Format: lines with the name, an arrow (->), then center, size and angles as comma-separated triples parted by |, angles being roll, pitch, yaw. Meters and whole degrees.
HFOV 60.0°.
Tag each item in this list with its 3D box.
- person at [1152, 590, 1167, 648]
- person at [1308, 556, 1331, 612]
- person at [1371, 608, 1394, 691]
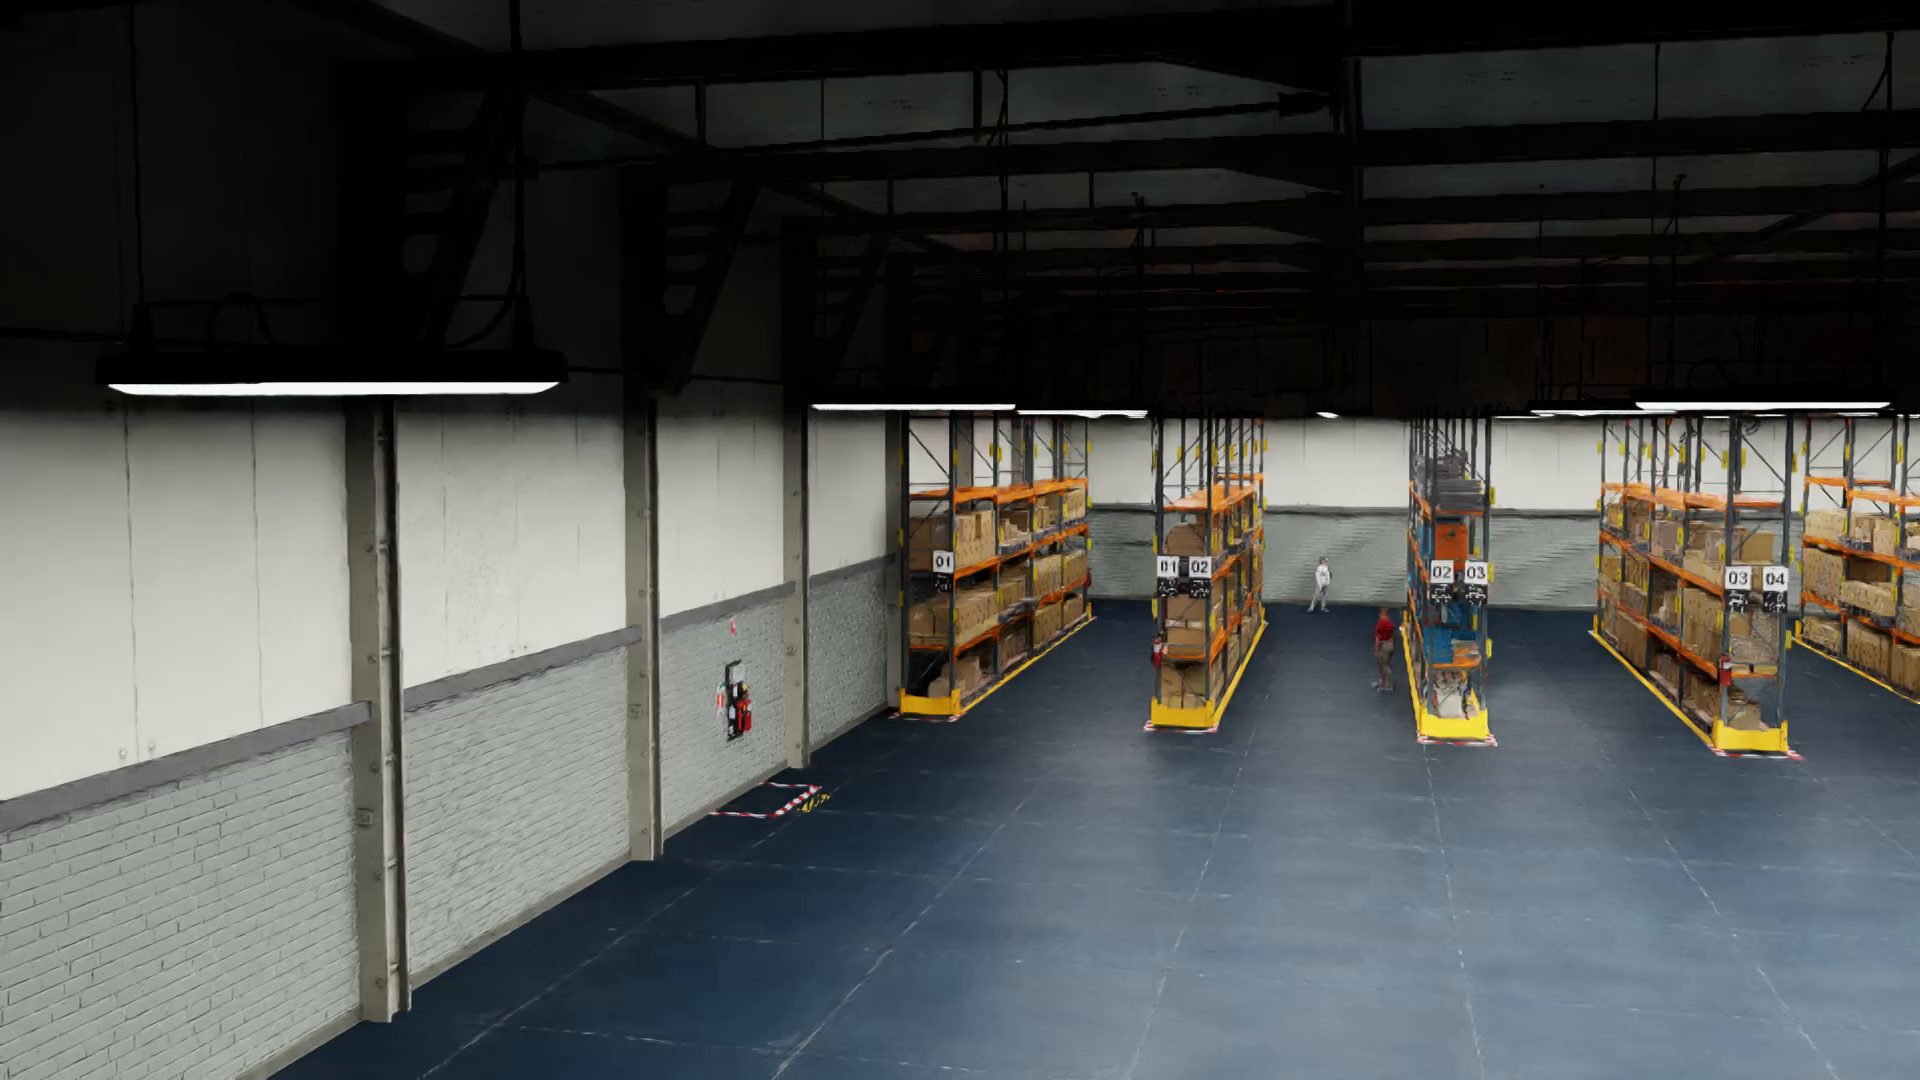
person -> 5.049, 1.823, 41.744 | 0.677, 1.775, 0.636 | -4, 6, -44
person -> 10.776, 1.318, 49.915 | 0.651, 1.671, 0.461 | -3, 5, -35
person -> 8.993, 2.309, 35.389 | 0.593, 1.719, 0.651 | 3, 5, 38
